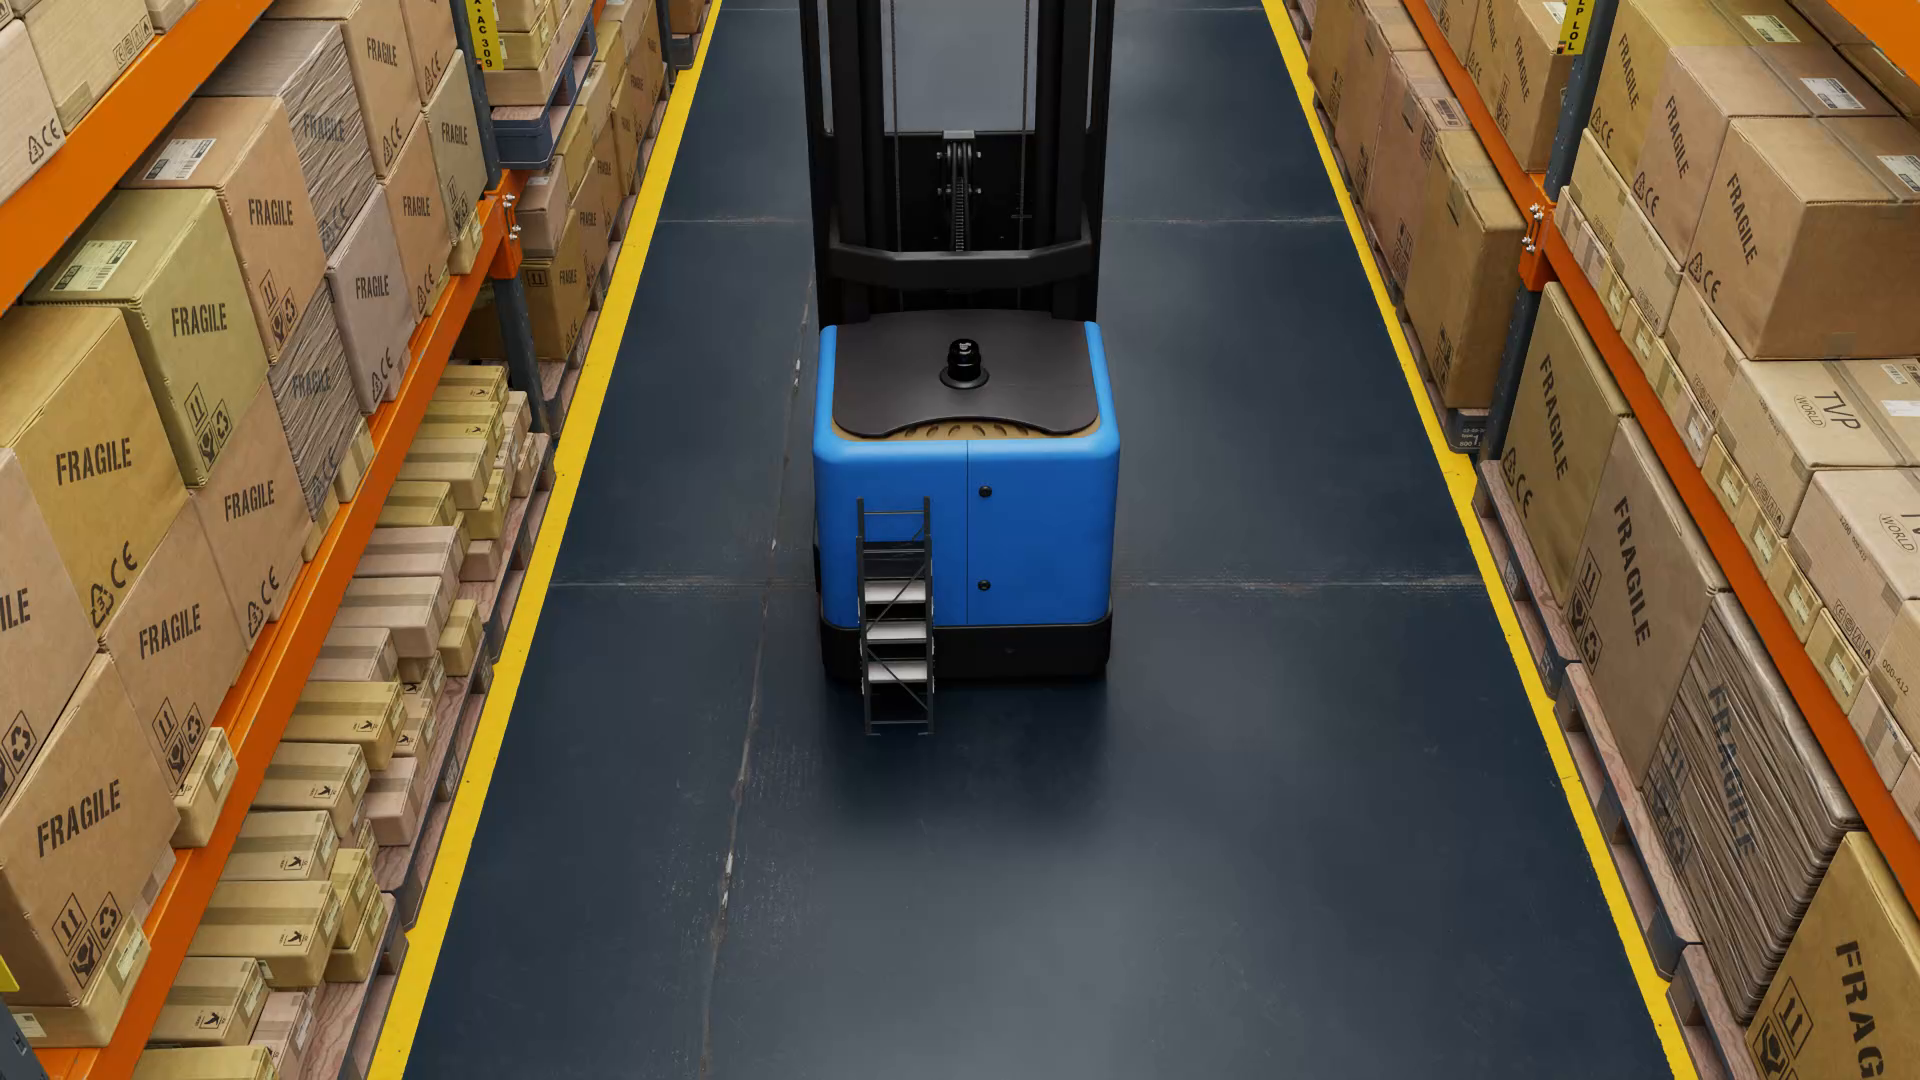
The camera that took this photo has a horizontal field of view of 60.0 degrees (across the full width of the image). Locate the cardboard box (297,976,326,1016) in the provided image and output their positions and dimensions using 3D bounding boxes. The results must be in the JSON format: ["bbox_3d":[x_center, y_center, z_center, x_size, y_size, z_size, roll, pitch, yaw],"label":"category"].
[{"bbox_3d":[-2.019,1.307,4.665,0.380,0.149,0.250,0,39,0],"label":"cardboard box"}]

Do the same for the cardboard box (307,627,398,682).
[{"bbox_3d":[-2.027,0.413,5.304,0.380,0.149,0.250,0,39,0],"label":"cardboard box"}]

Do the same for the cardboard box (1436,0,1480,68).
[{"bbox_3d":[2.432,-2.404,7.272,0.500,0.500,0.500,0,39,-1],"label":"cardboard box"}]

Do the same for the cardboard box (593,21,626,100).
[{"bbox_3d":[-1.999,-2.418,8.432,0.500,0.250,0.500,1,39,1],"label":"cardboard box"}]

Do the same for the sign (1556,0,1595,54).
[{"bbox_3d":[2.164,-1.851,5.799,0.100,0.325,0.005,0,39,0],"label":"sign"}]

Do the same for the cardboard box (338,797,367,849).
[{"bbox_3d":[-2.012,0.859,4.986,0.380,0.149,0.250,-2,39,-2],"label":"cardboard box"}]

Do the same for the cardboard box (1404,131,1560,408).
[{"bbox_3d":[2.686,-1.172,7.177,1.225,0.875,0.875,0,39,0],"label":"cardboard box"}]

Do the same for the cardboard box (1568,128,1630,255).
[{"bbox_3d":[2.445,-1.200,5.731,0.500,0.250,0.500,-1,39,-1],"label":"cardboard box"}]

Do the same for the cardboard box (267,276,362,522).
[{"bbox_3d":[-1.994,-0.391,4.521,0.500,0.500,0.500,-1,39,-1],"label":"cardboard box"}]

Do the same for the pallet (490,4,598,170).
[{"bbox_3d":[-2.109,-1.900,6.875,1.003,0.211,1.213,0,39,0],"label":"pallet"}]

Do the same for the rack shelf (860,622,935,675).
[{"bbox_3d":[-0.217,0.370,5.765,0.258,0.077,0.200,-1,39,-1],"label":"rack shelf"}]

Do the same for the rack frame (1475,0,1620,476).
[{"bbox_3d":[2.707,-1.437,6.144,1.000,3.000,0.127,0,39,0],"label":"rack frame"}]

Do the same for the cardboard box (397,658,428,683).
[{"bbox_3d":[-2.002,0.353,5.617,0.380,0.149,0.250,-2,39,-2],"label":"cardboard box"}]

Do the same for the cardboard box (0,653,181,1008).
[{"bbox_3d":[-1.973,0.569,3.324,0.500,0.500,0.500,2,39,2],"label":"cardboard box"}]

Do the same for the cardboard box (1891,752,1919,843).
[{"bbox_3d":[2.380,0.620,3.779,0.380,0.149,0.250,0,39,0],"label":"cardboard box"}]

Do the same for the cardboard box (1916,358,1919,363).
[{"bbox_3d":[2.973,-0.576,4.952,0.500,0.250,0.500,1,39,1],"label":"cardboard box"}]

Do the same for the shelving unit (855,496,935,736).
[{"bbox_3d":[-0.217,0.274,5.688,0.258,0.900,0.210,-1,39,-1],"label":"shelving unit"}]

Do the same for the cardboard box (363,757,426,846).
[{"bbox_3d":[-1.918,0.831,5.258,0.380,0.149,0.250,-2,39,-2],"label":"cardboard box"}]

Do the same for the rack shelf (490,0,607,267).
[{"bbox_3d":[-2.256,-2.467,8.004,1.077,0.370,4.000,0,39,0],"label":"rack shelf"}]

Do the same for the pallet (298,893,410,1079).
[{"bbox_3d":[-2.214,1.537,4.663,1.003,0.211,1.213,0,39,0],"label":"pallet"}]

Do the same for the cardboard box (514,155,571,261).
[{"bbox_3d":[-1.990,-1.440,7.212,0.500,0.250,0.500,-2,39,-2],"label":"cardboard box"}]

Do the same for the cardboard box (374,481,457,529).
[{"bbox_3d":[-2.023,-0.080,5.919,0.380,0.149,0.250,1,39,1],"label":"cardboard box"}]

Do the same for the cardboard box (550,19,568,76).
[{"bbox_3d":[-1.800,-1.982,6.690,0.380,0.149,0.250,1,39,1],"label":"cardboard box"}]

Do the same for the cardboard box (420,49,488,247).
[{"bbox_3d":[-1.970,-1.349,5.717,0.500,0.500,0.500,0,39,0],"label":"cardboard box"}]

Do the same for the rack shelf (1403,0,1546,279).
[{"bbox_3d":[2.704,-2.407,7.930,1.077,0.370,4.000,0,39,0],"label":"rack shelf"}]

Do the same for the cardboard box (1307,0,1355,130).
[{"bbox_3d":[2.682,-2.842,9.260,1.225,0.875,0.875,-2,39,-2],"label":"cardboard box"}]

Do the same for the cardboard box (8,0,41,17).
[{"bbox_3d":[-1.980,-1.219,3.194,0.500,0.250,0.500,0,39,0],"label":"cardboard box"}]

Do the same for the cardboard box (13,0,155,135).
[{"bbox_3d":[-2.003,-1.039,3.370,0.500,0.250,0.500,-1,39,-2],"label":"cardboard box"}]

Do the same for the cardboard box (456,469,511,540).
[{"bbox_3d":[-1.904,-0.130,6.220,0.380,0.149,0.250,-1,39,-2],"label":"cardboard box"}]

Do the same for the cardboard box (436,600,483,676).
[{"bbox_3d":[-1.911,0.344,5.866,0.380,0.149,0.250,0,39,0],"label":"cardboard box"}]

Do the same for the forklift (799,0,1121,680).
[{"bbox_3d":[-0.018,-1.538,6.325,1.130,2.935,3.031,-1,39,-1],"label":"forklift"}]

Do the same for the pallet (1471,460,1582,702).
[{"bbox_3d":[2.629,0.127,6.423,1.003,0.211,1.213,0,39,0],"label":"pallet"}]

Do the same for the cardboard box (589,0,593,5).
[{"bbox_3d":[-1.796,-2.455,7.280,0.380,0.149,0.250,-2,39,-2],"label":"cardboard box"}]

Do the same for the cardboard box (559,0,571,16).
[{"bbox_3d":[-1.797,-2.249,6.784,0.380,0.149,0.250,1,39,1],"label":"cardboard box"}]

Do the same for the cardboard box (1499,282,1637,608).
[{"bbox_3d":[2.627,-0.359,6.162,0.875,0.875,0.875,0,39,0],"label":"cardboard box"}]

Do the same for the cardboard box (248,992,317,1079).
[{"bbox_3d":[-1.937,1.338,4.387,0.380,0.149,0.250,0,39,0],"label":"cardboard box"}]

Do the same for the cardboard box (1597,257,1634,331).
[{"bbox_3d":[2.376,-0.825,5.581,0.380,0.149,0.250,1,39,1],"label":"cardboard box"}]

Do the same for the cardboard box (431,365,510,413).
[{"bbox_3d":[-1.993,-0.558,6.516,0.380,0.149,0.250,1,39,1],"label":"cardboard box"}]

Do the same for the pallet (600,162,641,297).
[{"bbox_3d":[-2.260,-1.660,8.653,1.003,0.211,1.213,0,39,0],"label":"pallet"}]

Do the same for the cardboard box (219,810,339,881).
[{"bbox_3d":[-1.986,0.908,4.686,0.380,0.149,0.250,-2,39,-2],"label":"cardboard box"}]

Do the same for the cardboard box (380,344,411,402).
[{"bbox_3d":[-1.963,-0.561,5.252,0.380,0.149,0.250,-2,39,-2],"label":"cardboard box"}]

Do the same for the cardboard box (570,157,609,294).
[{"bbox_3d":[-1.991,-1.478,7.859,0.500,0.500,0.500,2,39,2],"label":"cardboard box"}]

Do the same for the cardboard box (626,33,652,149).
[{"bbox_3d":[-1.999,-2.450,9.072,0.500,0.500,0.500,1,39,2],"label":"cardboard box"}]

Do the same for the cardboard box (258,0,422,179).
[{"bbox_3d":[-1.976,-1.425,5.012,0.500,0.500,0.500,-1,39,-1],"label":"cardboard box"}]

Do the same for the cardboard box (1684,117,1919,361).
[{"bbox_3d":[2.450,-0.854,4.699,0.500,0.500,0.500,-1,39,-1],"label":"cardboard box"}]

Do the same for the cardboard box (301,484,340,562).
[{"bbox_3d":[-1.974,-0.075,4.646,0.380,0.149,0.250,1,39,2],"label":"cardboard box"}]

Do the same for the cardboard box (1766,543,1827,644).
[{"bbox_3d":[2.378,0.139,4.379,0.380,0.149,0.250,0,39,0],"label":"cardboard box"}]

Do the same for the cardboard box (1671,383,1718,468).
[{"bbox_3d":[2.376,-0.343,4.980,0.380,0.149,0.250,0,39,0],"label":"cardboard box"}]

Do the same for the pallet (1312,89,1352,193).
[{"bbox_3d":[2.628,-2.357,9.523,1.003,0.211,1.213,0,39,0],"label":"pallet"}]

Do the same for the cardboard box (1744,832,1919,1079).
[{"bbox_3d":[2.631,1.330,4.055,0.875,0.875,0.875,0,39,0],"label":"cardboard box"}]

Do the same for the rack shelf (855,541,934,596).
[{"bbox_3d":[-0.217,0.090,5.540,0.258,0.077,0.200,-1,39,-1],"label":"rack shelf"}]

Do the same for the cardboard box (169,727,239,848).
[{"bbox_3d":[-1.910,0.573,3.838,0.380,0.149,0.250,-1,39,-1],"label":"cardboard box"}]

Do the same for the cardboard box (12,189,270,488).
[{"bbox_3d":[-1.969,-0.462,3.811,0.500,0.500,0.500,-1,39,-1],"label":"cardboard box"}]

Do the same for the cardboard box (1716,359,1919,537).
[{"bbox_3d":[2.440,-0.257,4.554,0.500,0.250,0.500,0,39,0],"label":"cardboard box"}]

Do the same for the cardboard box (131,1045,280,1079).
[{"bbox_3d":[-1.910,1.393,4.081,0.380,0.149,0.250,-2,39,-2],"label":"cardboard box"}]
